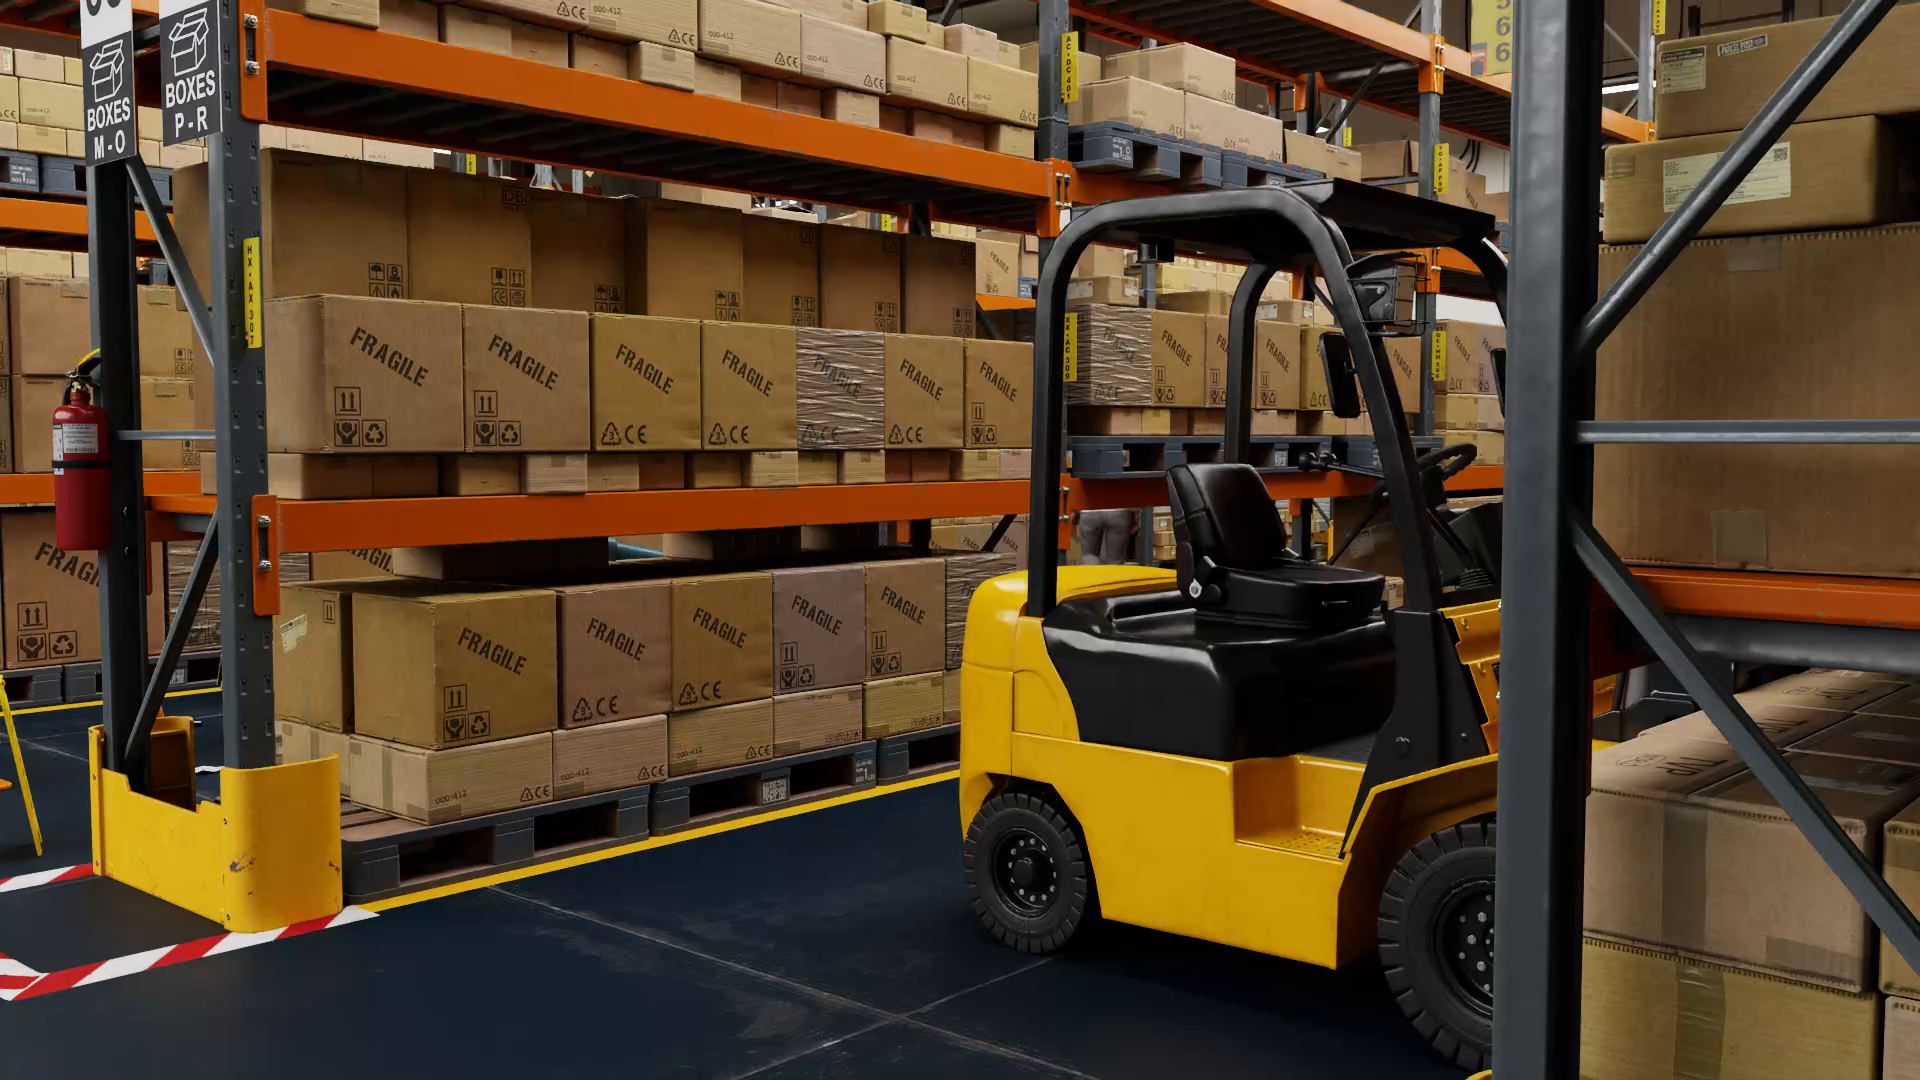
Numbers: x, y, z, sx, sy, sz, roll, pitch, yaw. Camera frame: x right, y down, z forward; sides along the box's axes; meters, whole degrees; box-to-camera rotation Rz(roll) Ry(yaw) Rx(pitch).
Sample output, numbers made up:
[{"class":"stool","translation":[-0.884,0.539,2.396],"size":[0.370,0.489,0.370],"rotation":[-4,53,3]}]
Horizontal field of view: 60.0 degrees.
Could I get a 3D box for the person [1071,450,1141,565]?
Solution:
[{"class":"person","translation":[1.170,-0.219,13.212],"size":[0.563,1.779,0.448],"rotation":[1,4,14]}]
